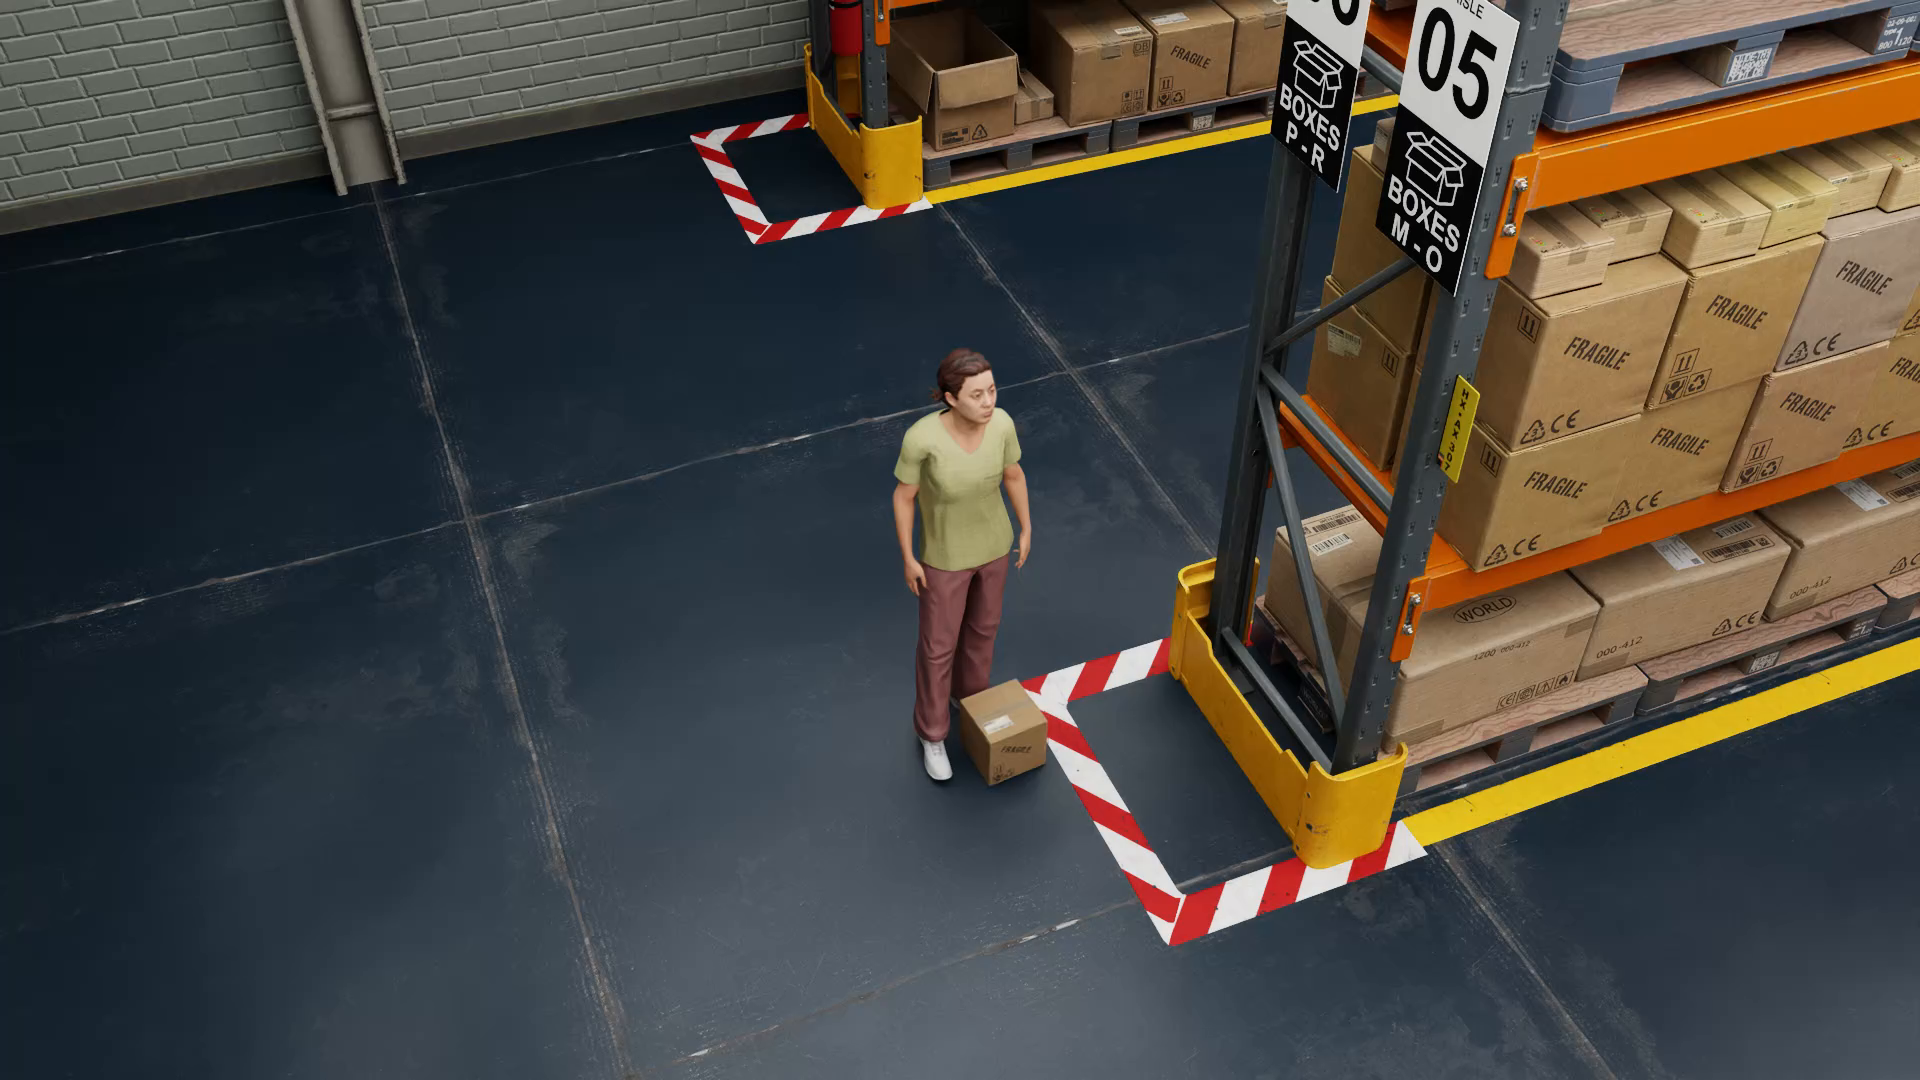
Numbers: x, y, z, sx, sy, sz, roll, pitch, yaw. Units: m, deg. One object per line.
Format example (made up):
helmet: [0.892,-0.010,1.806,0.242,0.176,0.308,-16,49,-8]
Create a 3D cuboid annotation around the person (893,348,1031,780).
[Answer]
person: [0.040,0.082,6.056,0.550,1.674,0.549,-17,45,-19]
